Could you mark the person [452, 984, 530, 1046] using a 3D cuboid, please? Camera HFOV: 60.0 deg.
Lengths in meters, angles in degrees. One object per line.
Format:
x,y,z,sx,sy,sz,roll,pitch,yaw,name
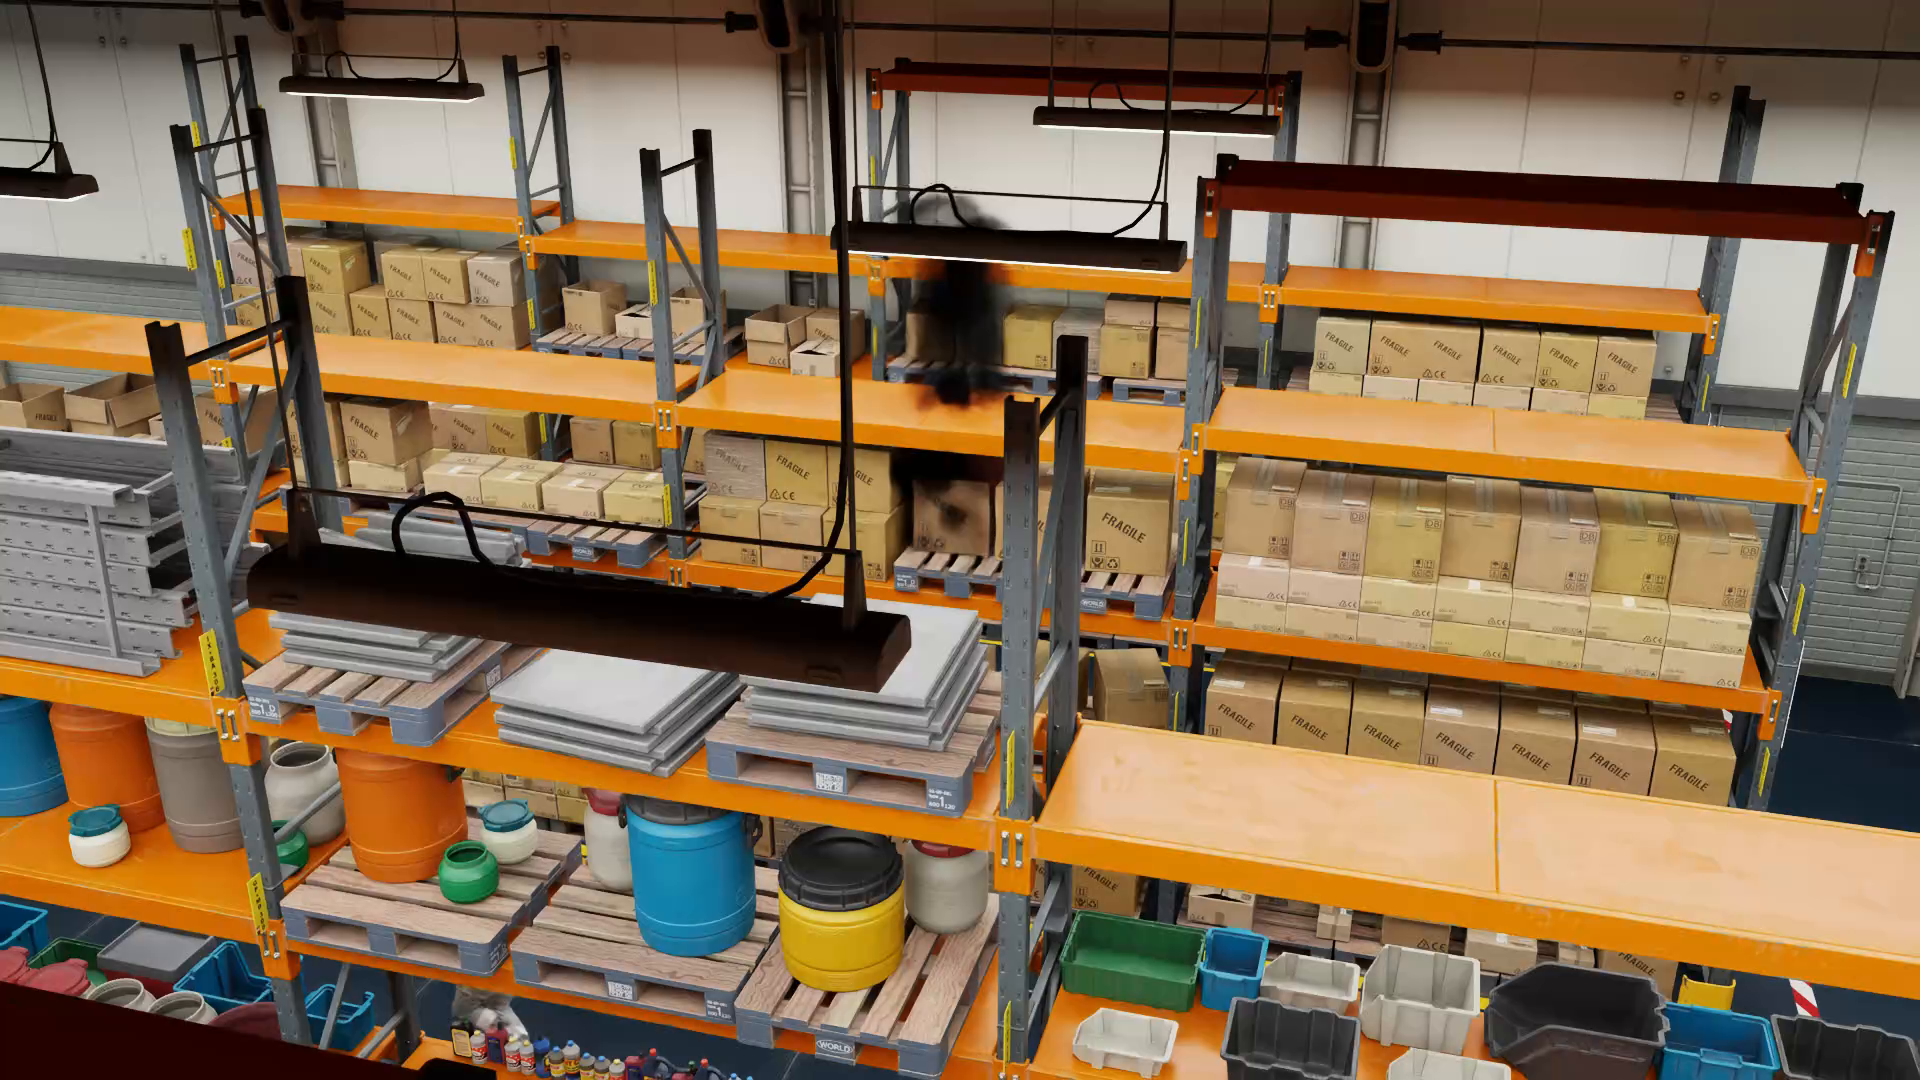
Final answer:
-3.380,2.996,11.480,0.830,1.602,0.694,8,24,19,person
